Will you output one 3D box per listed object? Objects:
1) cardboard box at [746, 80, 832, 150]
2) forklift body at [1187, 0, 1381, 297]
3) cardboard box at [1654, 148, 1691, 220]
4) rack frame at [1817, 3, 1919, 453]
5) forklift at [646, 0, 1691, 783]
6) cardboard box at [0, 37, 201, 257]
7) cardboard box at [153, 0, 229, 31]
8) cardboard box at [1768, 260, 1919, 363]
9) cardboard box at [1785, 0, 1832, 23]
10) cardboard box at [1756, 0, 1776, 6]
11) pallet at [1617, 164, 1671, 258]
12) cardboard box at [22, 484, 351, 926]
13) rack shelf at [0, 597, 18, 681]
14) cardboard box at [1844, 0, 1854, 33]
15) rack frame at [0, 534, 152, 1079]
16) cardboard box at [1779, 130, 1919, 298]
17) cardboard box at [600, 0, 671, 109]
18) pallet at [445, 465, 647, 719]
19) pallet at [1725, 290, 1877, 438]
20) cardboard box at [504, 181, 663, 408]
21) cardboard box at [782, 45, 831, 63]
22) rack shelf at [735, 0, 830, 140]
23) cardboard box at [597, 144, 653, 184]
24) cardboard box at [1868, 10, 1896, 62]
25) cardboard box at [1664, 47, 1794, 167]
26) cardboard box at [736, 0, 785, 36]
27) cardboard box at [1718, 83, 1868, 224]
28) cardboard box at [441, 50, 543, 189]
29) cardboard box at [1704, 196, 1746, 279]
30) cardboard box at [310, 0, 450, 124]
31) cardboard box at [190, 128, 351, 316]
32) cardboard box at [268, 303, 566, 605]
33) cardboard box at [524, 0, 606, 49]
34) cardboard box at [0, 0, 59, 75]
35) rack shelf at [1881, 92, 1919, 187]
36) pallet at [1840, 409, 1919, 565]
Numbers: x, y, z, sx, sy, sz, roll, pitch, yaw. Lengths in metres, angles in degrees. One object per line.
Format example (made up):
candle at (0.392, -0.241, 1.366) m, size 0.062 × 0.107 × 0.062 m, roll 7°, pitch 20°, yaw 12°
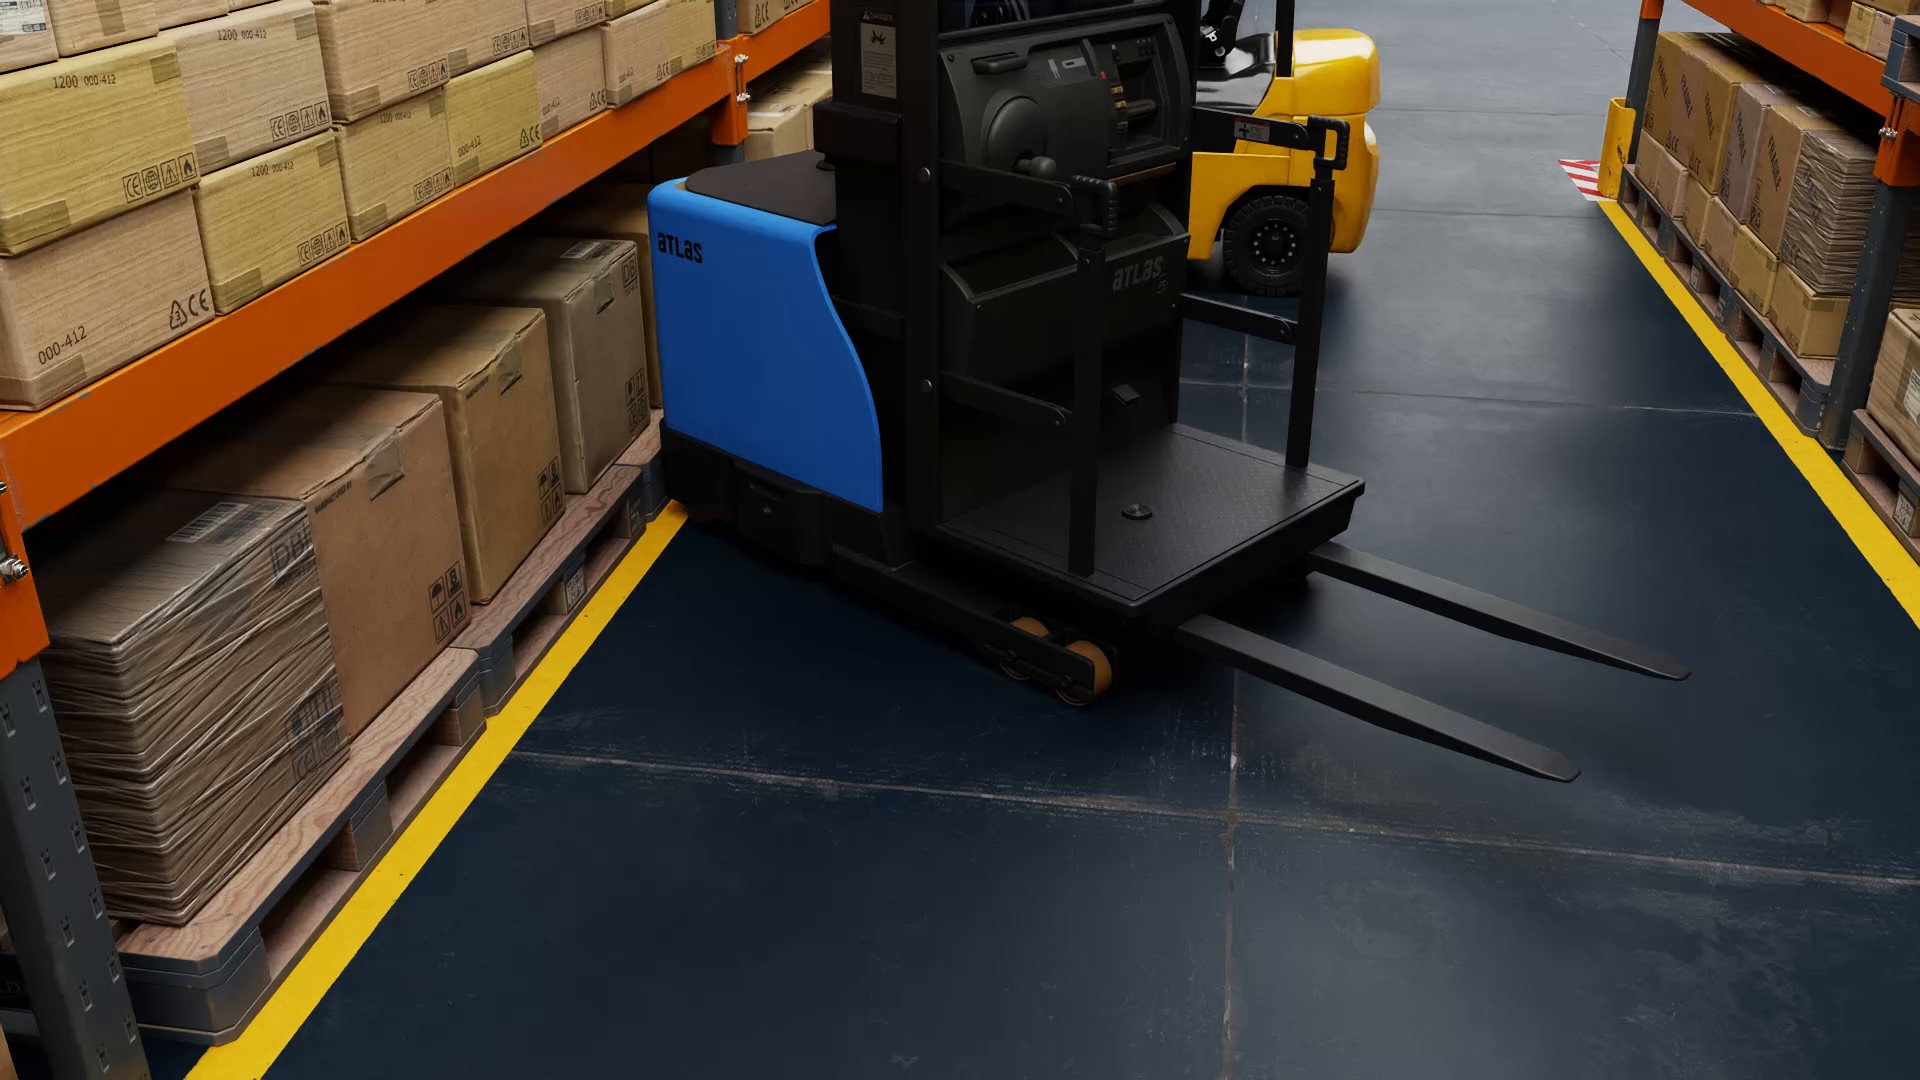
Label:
cardboard box at (-0.827, -1.796, 7.118) m, size 0.500 × 0.250 × 0.500 m, roll 4°, pitch 25°, yaw 9°
forklift body at (0.835, -2.374, 7.784) m, size 2.313 × 2.155 × 1.214 m, roll 4°, pitch 25°, yaw 9°
cardboard box at (3.747, -1.749, 8.196) m, size 0.500 × 0.250 × 0.500 m, roll 5°, pitch 26°, yaw 10°
rack frame at (3.589, -1.662, 5.263) m, size 1.000 × 3.000 × 0.127 m, roll 4°, pitch 25°, yaw 9°
forklift at (0.453, -1.146, 4.240) m, size 3.031 × 2.935 × 1.130 m, roll 22°, pitch 33°, yaw 38°
cardboard box at (-1.624, -0.657, 2.703) m, size 0.500 × 0.250 × 0.500 m, roll 4°, pitch 25°, yaw 8°
cardboard box at (-1.561, -1.005, 2.975) m, size 0.380 × 0.149 × 0.250 m, roll 5°, pitch 25°, yaw 10°
cardboard box at (3.420, -0.873, 6.325) m, size 0.500 × 0.250 × 0.500 m, roll 5°, pitch 26°, yaw 11°
cardboard box at (3.503, -2.129, 6.557) m, size 0.380 × 0.149 × 0.250 m, roll 4°, pitch 25°, yaw 8°
cardboard box at (3.581, -2.344, 7.017) m, size 0.380 × 0.149 × 0.250 m, roll 4°, pitch 25°, yaw 9°
pallet at (4.062, -1.703, 8.640) m, size 1.003 × 0.211 × 1.213 m, roll 4°, pitch 25°, yaw 9°
cardboard box at (-1.847, 0.294, 3.390) m, size 0.875 × 0.625 × 0.625 m, roll 5°, pitch 26°, yaw 10°
rack shelf at (-2.290, 0.830, 0.786) m, size 1.077 × 0.370 × 4.000 m, roll 4°, pitch 25°, yaw 9°
cardboard box at (3.494, -1.913, 6.094) m, size 0.380 × 0.149 × 0.250 m, roll 4°, pitch 25°, yaw 9°
rack frame at (-1.959, -0.332, 2.420) m, size 0.949 × 2.616 × 0.053 m, roll 4°, pitch 25°, yaw 9°
cardboard box at (3.421, -1.213, 6.167) m, size 0.500 × 0.500 × 0.500 m, roll 4°, pitch 25°, yaw 8°
cardboard box at (-1.210, -1.497, 5.087) m, size 0.500 × 0.250 × 0.500 m, roll 4°, pitch 25°, yaw 8°
pallet at (-1.588, 0.081, 4.828) m, size 1.003 × 0.211 × 1.213 m, roll 4°, pitch 25°, yaw 9°
pallet at (3.664, -0.683, 6.460) m, size 1.003 × 0.211 × 1.213 m, roll 4°, pitch 25°, yaw 9°
cardboard box at (-1.383, -0.900, 5.941) m, size 0.875 × 0.625 × 0.625 m, roll 5°, pitch 26°, yaw 11°
cardboard box at (-0.663, -2.224, 8.032) m, size 0.500 × 0.250 × 0.500 m, roll 4°, pitch 25°, yaw 7°
rack shelf at (-0.982, -2.515, 7.934) m, size 1.077 × 0.370 × 4.000 m, roll 4°, pitch 25°, yaw 9°
cardboard box at (-1.419, -1.622, 6.745) m, size 0.500 × 0.250 × 0.500 m, roll 5°, pitch 25°, yaw 10°
cardboard box at (3.340, -1.704, 5.649) m, size 0.380 × 0.149 × 0.250 m, roll 4°, pitch 25°, yaw 8°
cardboard box at (3.753, -2.073, 8.003) m, size 0.500 × 0.500 × 0.500 m, roll 3°, pitch 25°, yaw 7°
cardboard box at (-0.979, -2.218, 6.331) m, size 0.500 × 0.500 × 0.500 m, roll 3°, pitch 25°, yaw 7°
cardboard box at (3.584, -1.639, 7.077) m, size 0.500 × 0.500 × 0.500 m, roll 5°, pitch 26°, yaw 11°
cardboard box at (-1.398, -1.075, 4.186) m, size 0.500 × 0.250 × 0.500 m, roll 5°, pitch 26°, yaw 10°
cardboard box at (3.585, -1.309, 7.256) m, size 0.500 × 0.250 × 0.500 m, roll 4°, pitch 25°, yaw 9°
cardboard box at (-1.463, -1.086, 3.619) m, size 0.500 × 0.250 × 0.500 m, roll 3°, pitch 25°, yaw 7°
cardboard box at (-1.562, -0.643, 3.261) m, size 0.500 × 0.250 × 0.500 m, roll 3°, pitch 25°, yaw 7°
cardboard box at (-1.638, -0.262, 4.577) m, size 0.875 × 0.625 × 0.625 m, roll 3°, pitch 25°, yaw 6°
cardboard box at (-1.303, -1.511, 4.527) m, size 0.500 × 0.250 × 0.500 m, roll 5°, pitch 25°, yaw 10°
cardboard box at (-1.620, -0.784, 2.503) m, size 0.380 × 0.149 × 0.250 m, roll 5°, pitch 26°, yaw 10°
rack shelf at (3.262, -0.500, 3.629) m, size 1.077 × 0.370 × 4.000 m, roll 4°, pitch 25°, yaw 9°
pallet at (3.463, -0.074, 5.159) m, size 1.003 × 0.211 × 1.213 m, roll 4°, pitch 25°, yaw 9°
